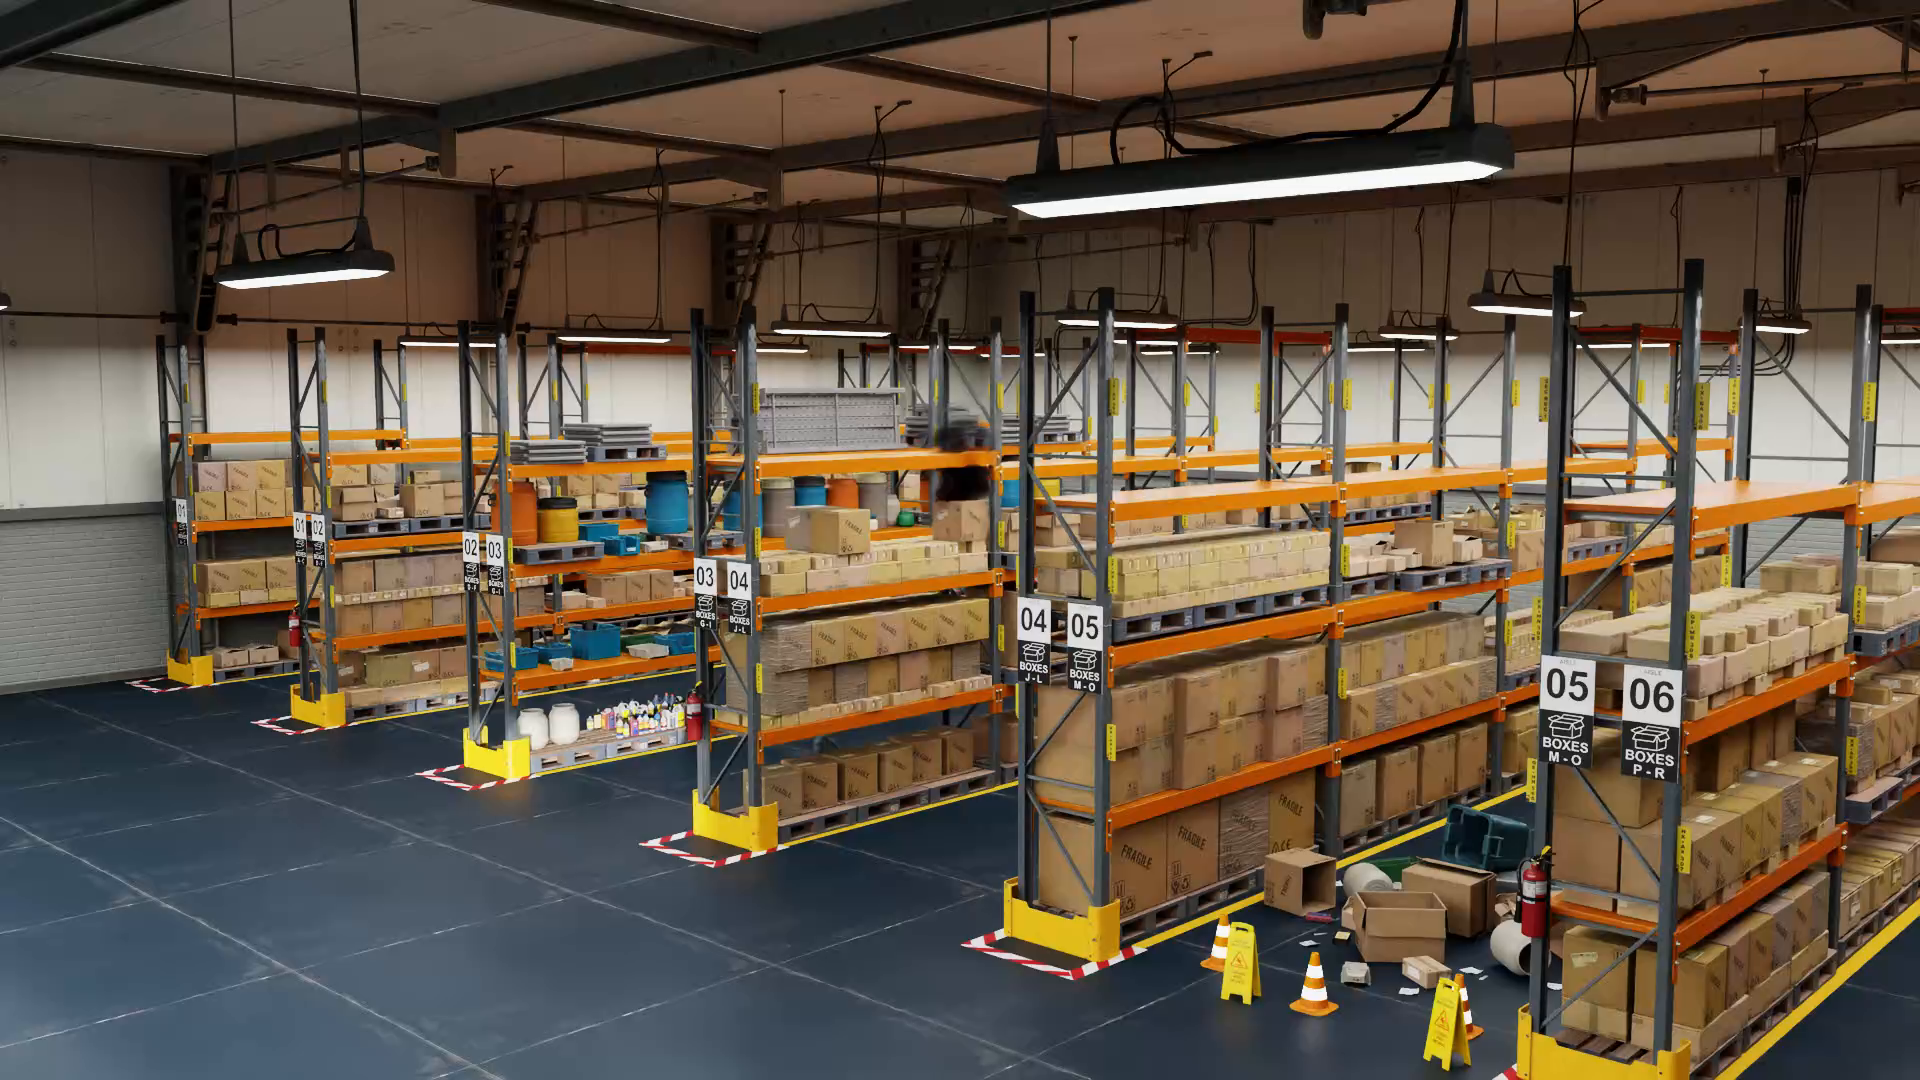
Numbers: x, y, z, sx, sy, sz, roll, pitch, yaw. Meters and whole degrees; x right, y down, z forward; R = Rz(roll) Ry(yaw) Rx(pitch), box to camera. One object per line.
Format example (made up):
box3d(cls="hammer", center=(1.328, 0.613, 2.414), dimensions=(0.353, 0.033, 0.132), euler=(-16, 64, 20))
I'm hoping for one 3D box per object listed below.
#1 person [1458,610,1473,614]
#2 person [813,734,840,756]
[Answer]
box3d(cls="person", center=(7.568, 1.942, 24.963), dimensions=(0.671, 1.795, 0.969), euler=(5, 8, 45))
box3d(cls="person", center=(-1.780, 2.234, 21.548), dimensions=(0.697, 1.760, 0.977), euler=(4, 7, 40))
